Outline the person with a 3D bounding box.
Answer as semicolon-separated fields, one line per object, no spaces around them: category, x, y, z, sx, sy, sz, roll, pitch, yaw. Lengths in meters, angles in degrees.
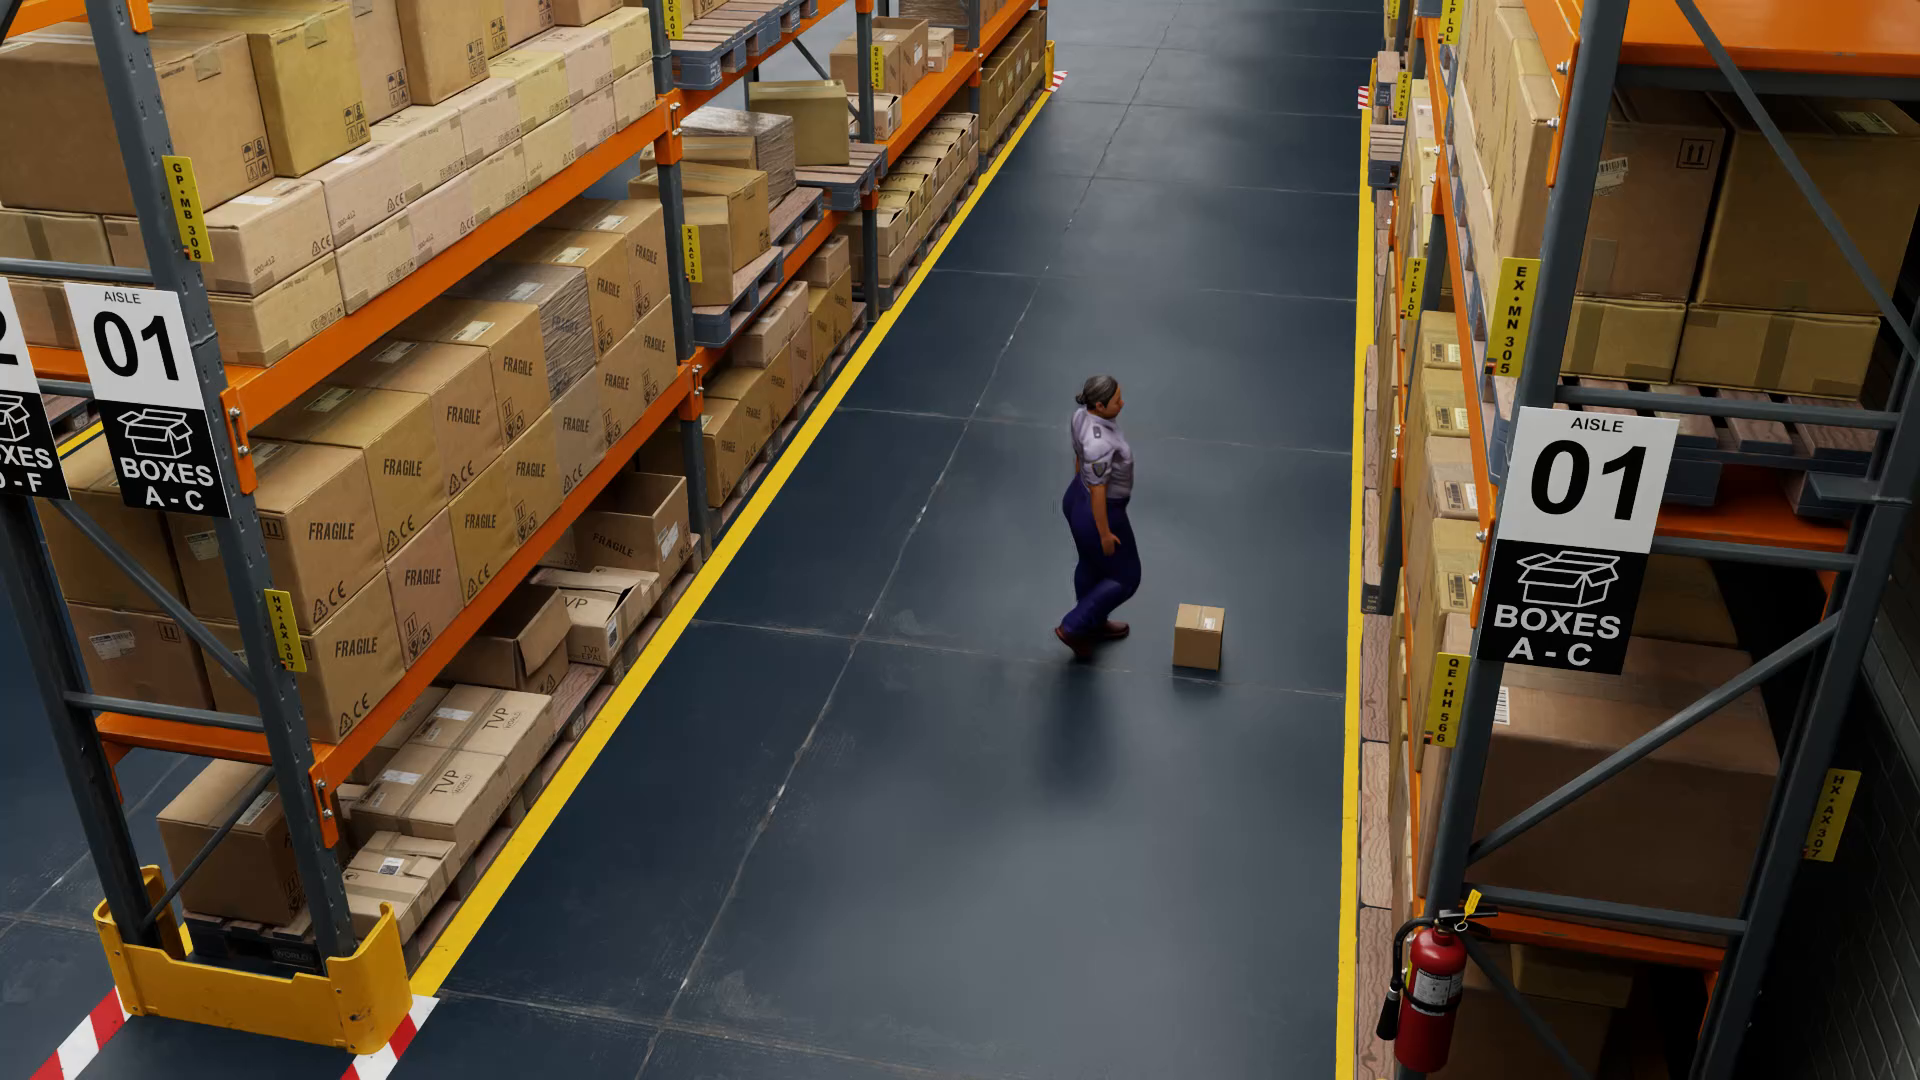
person;0.727;-0.135;8.859;0.497;1.629;0.501;-5;29;-10
